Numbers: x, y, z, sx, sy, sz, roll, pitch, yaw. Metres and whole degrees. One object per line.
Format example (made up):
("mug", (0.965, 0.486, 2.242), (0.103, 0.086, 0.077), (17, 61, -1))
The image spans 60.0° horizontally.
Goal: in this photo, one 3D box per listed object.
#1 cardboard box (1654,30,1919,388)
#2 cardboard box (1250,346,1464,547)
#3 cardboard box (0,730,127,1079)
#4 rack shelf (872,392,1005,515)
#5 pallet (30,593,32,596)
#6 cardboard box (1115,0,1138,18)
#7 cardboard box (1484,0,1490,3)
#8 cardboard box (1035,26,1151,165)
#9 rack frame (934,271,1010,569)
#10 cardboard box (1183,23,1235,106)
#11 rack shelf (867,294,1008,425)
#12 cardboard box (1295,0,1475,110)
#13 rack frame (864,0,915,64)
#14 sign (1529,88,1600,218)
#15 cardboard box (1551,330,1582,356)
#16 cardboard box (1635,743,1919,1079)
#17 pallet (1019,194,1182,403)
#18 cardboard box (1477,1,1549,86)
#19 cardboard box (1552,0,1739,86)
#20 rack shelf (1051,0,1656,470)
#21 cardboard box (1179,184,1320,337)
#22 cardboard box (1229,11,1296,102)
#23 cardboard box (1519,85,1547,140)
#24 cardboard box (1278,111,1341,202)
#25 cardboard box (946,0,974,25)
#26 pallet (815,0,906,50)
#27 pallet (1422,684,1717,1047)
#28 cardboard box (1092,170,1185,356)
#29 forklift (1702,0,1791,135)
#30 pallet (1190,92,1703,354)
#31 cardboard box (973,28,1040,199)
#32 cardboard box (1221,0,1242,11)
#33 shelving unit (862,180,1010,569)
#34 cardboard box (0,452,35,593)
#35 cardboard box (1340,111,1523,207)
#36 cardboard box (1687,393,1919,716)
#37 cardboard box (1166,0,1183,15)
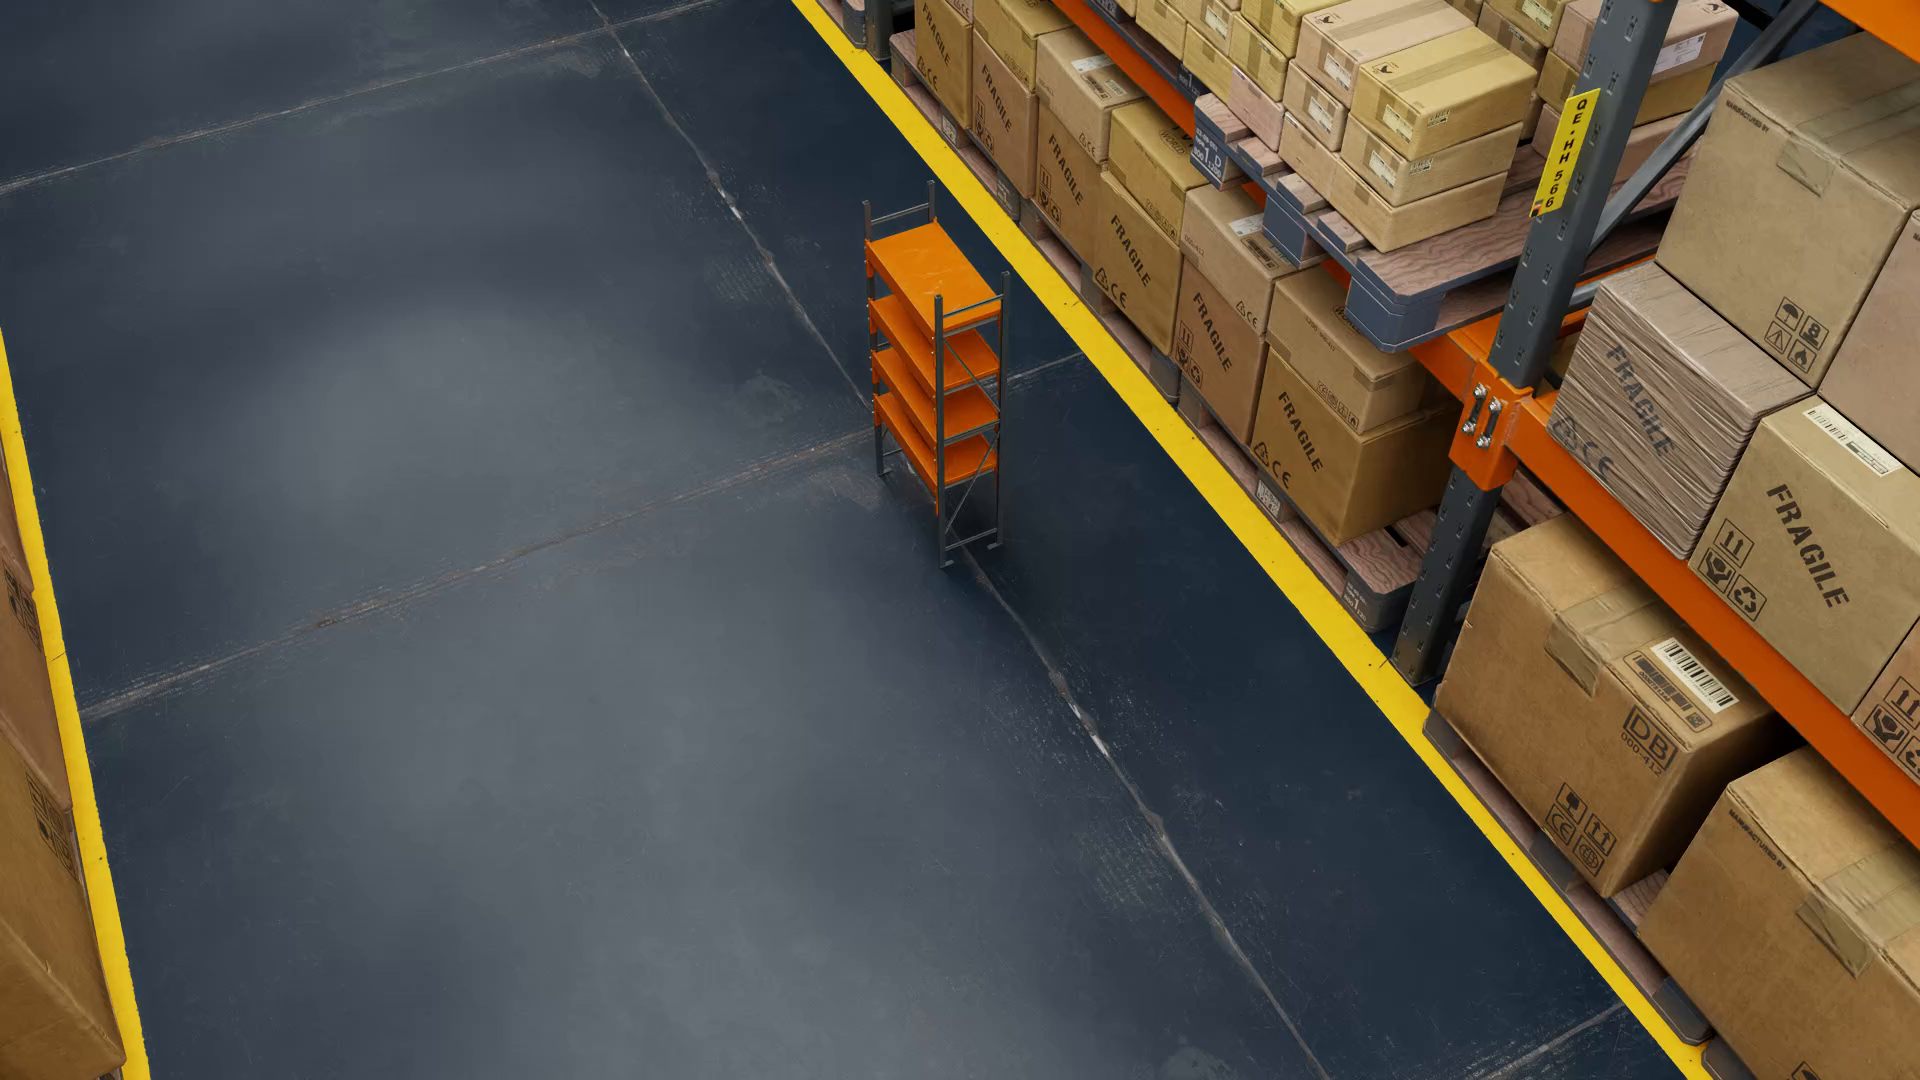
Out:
("cardboard box", (2.062, -0.780, 3.709), (0.700, 0.500, 0.500), (-21, 52, -18))
("cardboard box", (1.332, -0.388, 5.478), (0.500, 0.500, 0.500), (-21, 52, -18))
("cardboard box", (-2.888, 1.011, 4.005), (1.225, 0.875, 0.875), (-23, 53, -19))
("rack shelf", (-0.076, -0.331, 5.595), (0.258, 0.148, 0.480), (-21, 52, -18))
("pallet", (-3.439, 0.468, 5.200), (1.003, 0.211, 1.213), (-21, 52, -18))
("cardboard box", (0.649, -1.809, 5.228), (0.380, 0.149, 0.250), (-20, 52, -16))
("cardboard box", (1.593, -1.694, 4.731), (0.380, 0.149, 0.250), (-21, 52, -18))
("cardboard box", (0.614, -1.677, 6.108), (0.500, 0.250, 0.500), (-19, 52, -16))
("rack frame", (0.036, -0.342, 5.252), (0.240, 1.200, 0.015), (-21, 52, -18))
("cardboard box", (0.890, -1.456, 4.919), (0.380, 0.149, 0.250), (-22, 52, -18))
("rack shelf", (-0.076, -0.609, 5.278), (0.258, 0.148, 0.480), (-21, 52, -18))
("cardboard box", (1.121, -1.312, 4.398), (0.380, 0.149, 0.250), (-22, 52, -18))
("rack frame", (0.035, -3.399, 6.730), (1.000, 3.000, 0.127), (-21, 52, -18))
("sign", (1.387, -0.884, 3.813), (0.100, 0.325, 0.005), (-21, 52, -18))
("cardboard box", (1.765, -0.829, 5.366), (0.500, 0.250, 0.500), (-23, 53, -19))
("cardboard box", (2.467, 0.903, 4.183), (1.050, 0.750, 0.750), (-20, 52, -17))
("pallet", (0.955, -1.143, 6.609), (1.003, 0.211, 1.213), (-21, 52, -18))
("cardboard box", (1.697, -1.449, 4.715), (0.380, 0.149, 0.250), (-19, 51, -16))
("cardboard box", (1.824, -1.352, 4.433), (0.380, 0.149, 0.250), (-21, 52, -17))
("rack shelf", (0.950, -1.824, 5.830), (1.077, 0.370, 4.000), (-21, 52, -18))
("cardboard box", (1.079, -0.986, 5.503), (0.500, 0.250, 0.500), (-20, 52, -17))
("cardboard box", (0.988, -1.402, 4.674), (0.380, 0.149, 0.250), (-20, 52, -17))
("cardboard box", (1.718, -1.326, 4.805), (0.380, 0.149, 0.250), (-19, 51, -16))
("cardboard box", (1.119, -1.116, 4.621), (0.380, 0.149, 0.250), (-21, 52, -18))
("cardboard box", (0.138, -2.376, 6.718), (0.500, 0.250, 0.500), (-23, 53, -19))
("pallet", (-0.304, -2.918, 8.162), (1.003, 0.211, 1.213), (-21, 52, -18))
("pallet", (2.159, 0.750, 4.954), (1.003, 0.211, 1.213), (-21, 52, -18))
("cardboard box", (0.841, -1.085, 6.088), (0.500, 0.500, 0.500), (-23, 53, -19))
("forklift", (2.640, -2.457, 5.952), (1.130, 2.935, 3.031), (-22, 52, -18))
("pallet", (1.445, -1.099, 4.846), (1.213, 0.211, 1.003), (-21, 52, -18))
("cardboard box", (0.381, -1.775, 6.691), (0.500, 0.500, 0.500), (-19, 52, -16))
("cardboard box", (0.875, -1.665, 4.706), (0.380, 0.149, 0.250), (-20, 52, -16))
("shelving unit", (-0.076, -0.506, 5.395), (0.258, 1.200, 0.503), (-21, 52, -18))
("cardboard box", (-3.701, -0.178, 5.045), (1.225, 0.875, 0.875), (-23, 53, -19))
("cardboard box", (1.234, -1.049, 4.365), (0.380, 0.149, 0.250), (-20, 52, -17))
("cardboard box", (2.066, -0.022, 3.710), (0.500, 0.500, 0.500), (-22, 52, -18))
("cardboard box", (0.762, -1.737, 4.967), (0.380, 0.149, 0.250), (-21, 52, -18))
